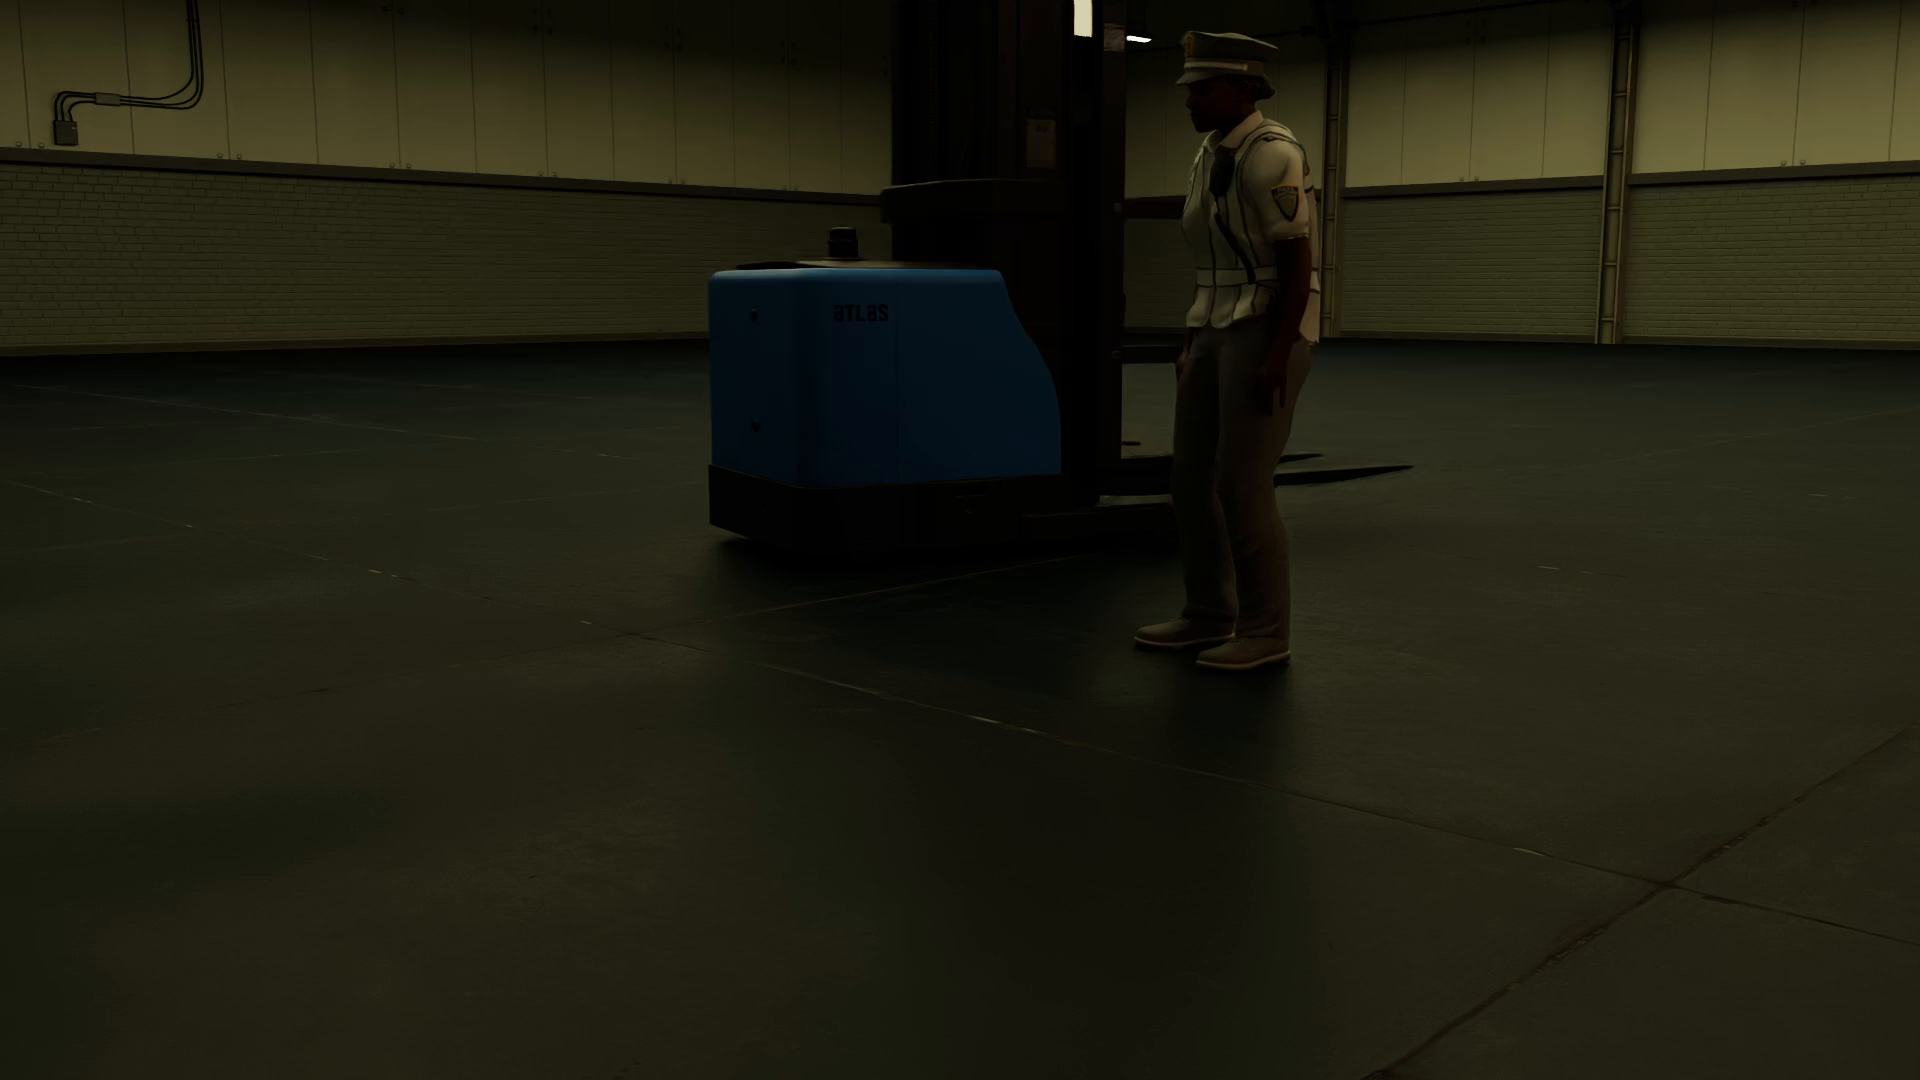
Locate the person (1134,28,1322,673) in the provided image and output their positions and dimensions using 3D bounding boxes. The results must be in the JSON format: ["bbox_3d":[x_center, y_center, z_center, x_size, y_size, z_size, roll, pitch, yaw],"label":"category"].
[{"bbox_3d":[0.736,-0.496,4.457,0.396,1.657,0.522,-4,9,-23],"label":"person"}]

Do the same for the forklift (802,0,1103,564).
[{"bbox_3d":[-0.005,-1.542,7.114,1.130,2.935,3.031,0,9,1],"label":"forklift"}]
